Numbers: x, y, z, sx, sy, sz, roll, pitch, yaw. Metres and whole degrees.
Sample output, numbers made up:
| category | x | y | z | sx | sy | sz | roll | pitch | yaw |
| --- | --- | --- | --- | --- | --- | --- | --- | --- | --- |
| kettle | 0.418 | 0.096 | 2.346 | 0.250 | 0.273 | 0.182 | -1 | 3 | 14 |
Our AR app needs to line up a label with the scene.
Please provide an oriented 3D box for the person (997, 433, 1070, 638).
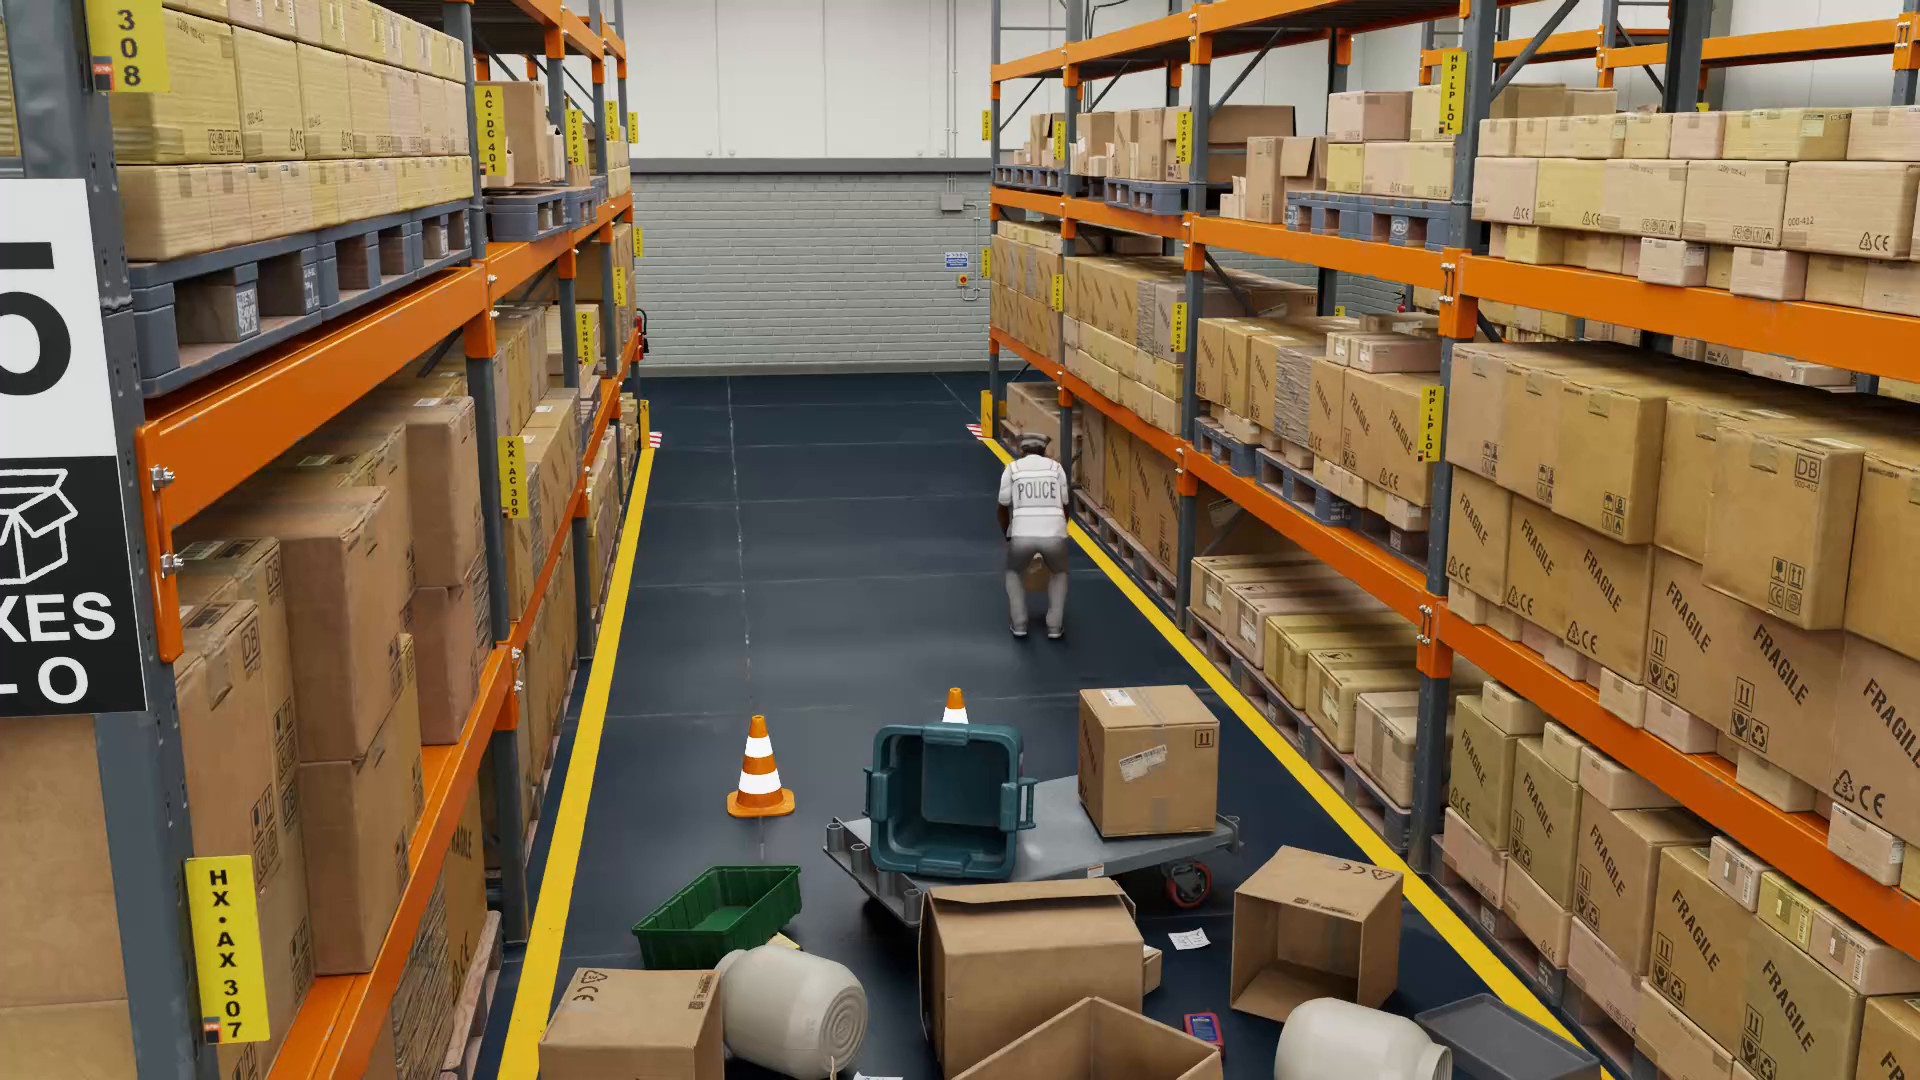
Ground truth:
| category | x | y | z | sx | sy | sz | roll | pitch | yaw |
| --- | --- | --- | --- | --- | --- | --- | --- | --- | --- |
| person | 0.494 | -0.029 | 11.293 | 0.496 | 1.360 | 0.724 | 1 | 13 | 4 |
